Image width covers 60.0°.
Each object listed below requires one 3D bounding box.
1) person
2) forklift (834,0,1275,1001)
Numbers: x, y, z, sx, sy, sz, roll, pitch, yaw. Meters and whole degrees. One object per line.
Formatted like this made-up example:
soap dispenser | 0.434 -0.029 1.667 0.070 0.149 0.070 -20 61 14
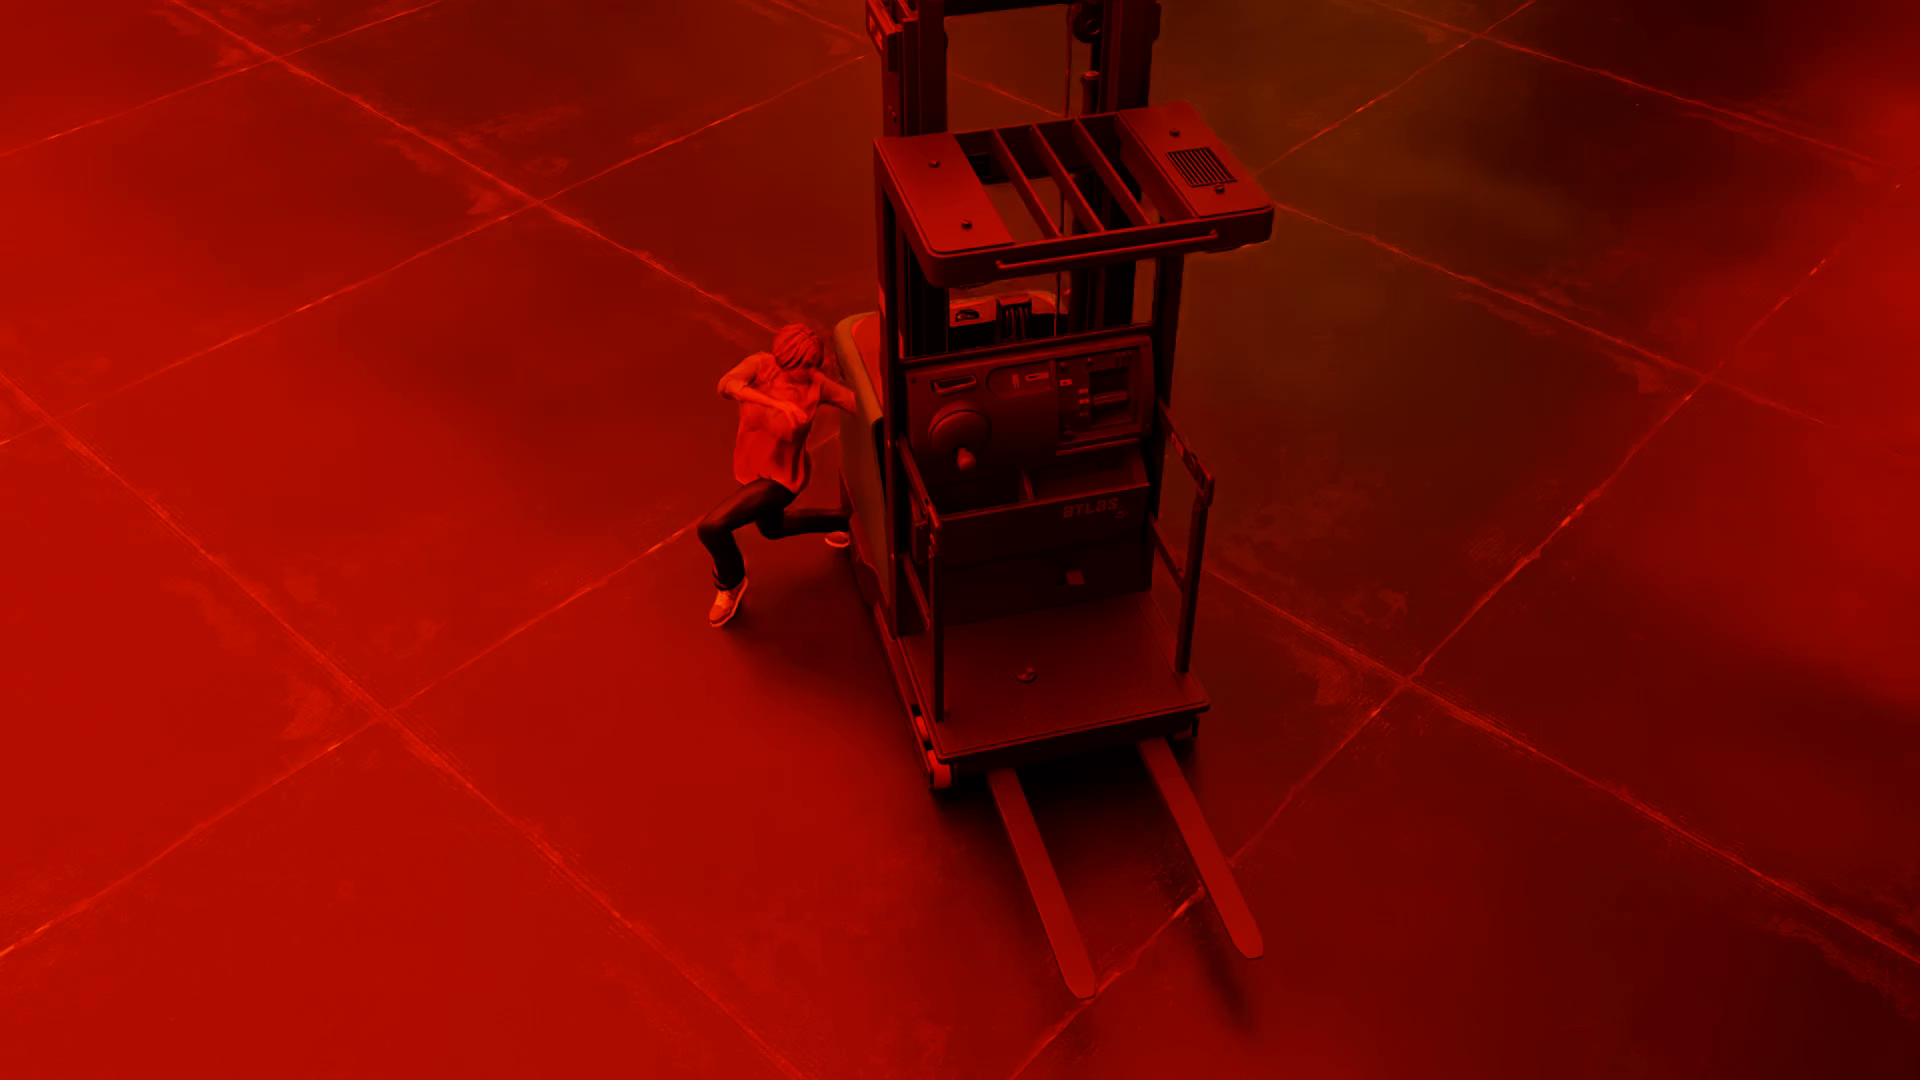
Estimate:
person | -0.634 -0.245 6.956 0.776 1.318 0.882 30 49 30
forklift | 0.322 -0.416 5.913 1.130 2.935 3.031 -10 42 -11
